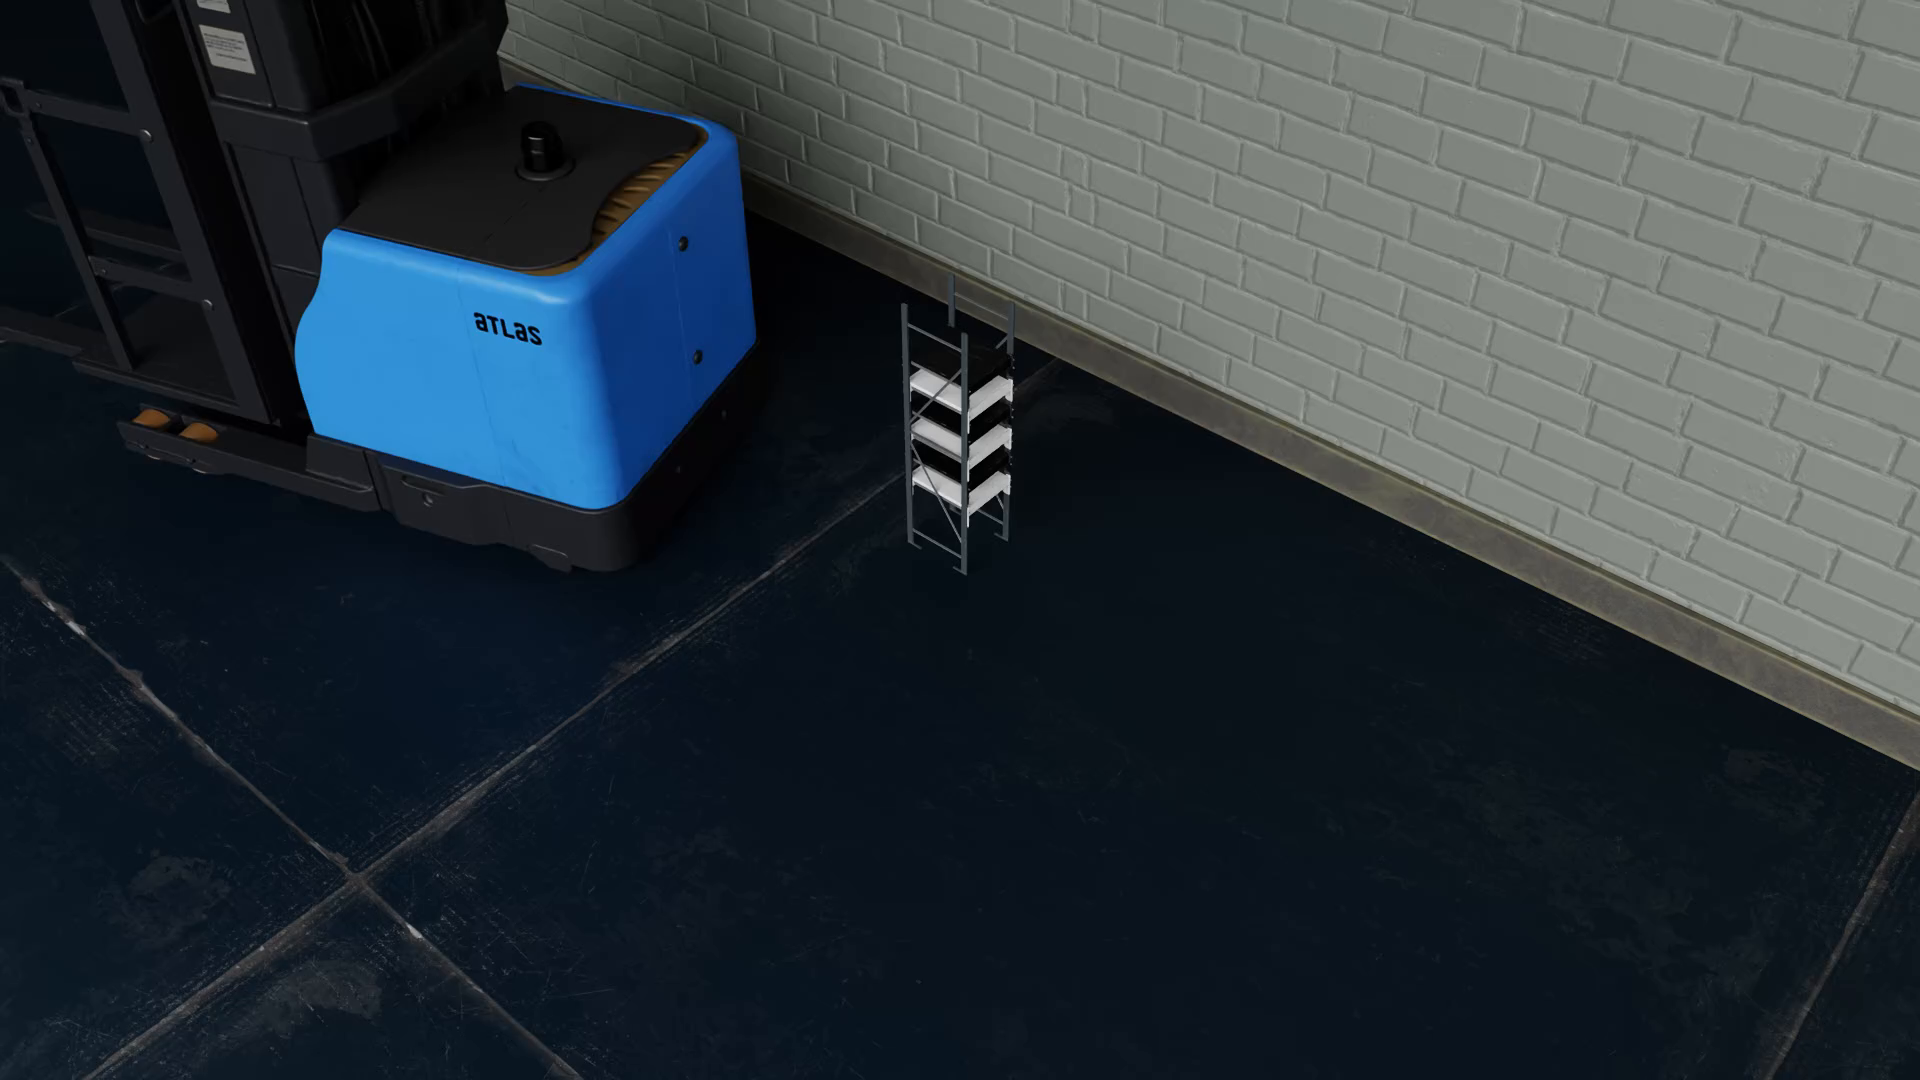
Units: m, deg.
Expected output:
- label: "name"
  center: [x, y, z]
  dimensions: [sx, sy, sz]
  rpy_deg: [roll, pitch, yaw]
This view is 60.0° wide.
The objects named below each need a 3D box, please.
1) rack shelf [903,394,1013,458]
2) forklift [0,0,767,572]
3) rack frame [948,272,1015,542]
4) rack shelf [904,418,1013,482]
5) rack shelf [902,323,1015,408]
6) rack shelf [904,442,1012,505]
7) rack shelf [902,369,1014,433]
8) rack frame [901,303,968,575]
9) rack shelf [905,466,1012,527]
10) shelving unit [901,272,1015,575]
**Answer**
- label: "rack shelf"
  center: [-0.005, -0.371, 4.905]
  dimensions: [0.258, 0.077, 0.200]
  rpy_deg: [29, 50, 28]
- label: "forklift"
  center: [-2.229, -1.617, 4.850]
  dimensions: [3.031, 2.935, 1.130]
  rpy_deg: [15, 44, 16]
- label: "rack frame"
  center: [0.060, -0.381, 5.000]
  dimensions: [0.240, 0.900, 0.006]
  rpy_deg: [29, 50, 28]
- label: "rack shelf"
  center: [-0.005, -0.304, 4.965]
  dimensions: [0.258, 0.077, 0.200]
  rpy_deg: [29, 50, 28]
- label: "rack shelf"
  center: [-0.005, -0.504, 4.783]
  dimensions: [0.258, 0.077, 0.200]
  rpy_deg: [29, 50, 28]
- label: "rack shelf"
  center: [-0.005, -0.238, 5.026]
  dimensions: [0.258, 0.077, 0.200]
  rpy_deg: [29, 50, 28]
- label: "rack shelf"
  center: [-0.005, -0.437, 4.844]
  dimensions: [0.258, 0.077, 0.200]
  rpy_deg: [29, 50, 28]
- label: "rack frame"
  center: [-0.071, -0.276, 4.885]
  dimensions: [0.240, 0.900, 0.006]
  rpy_deg: [29, 50, 28]
- label: "rack shelf"
  center: [-0.005, -0.171, 5.086]
  dimensions: [0.258, 0.077, 0.200]
  rpy_deg: [29, 50, 28]
- label: "shelving unit"
  center: [-0.005, -0.329, 4.943]
  dimensions: [0.258, 0.900, 0.210]
  rpy_deg: [29, 50, 28]
